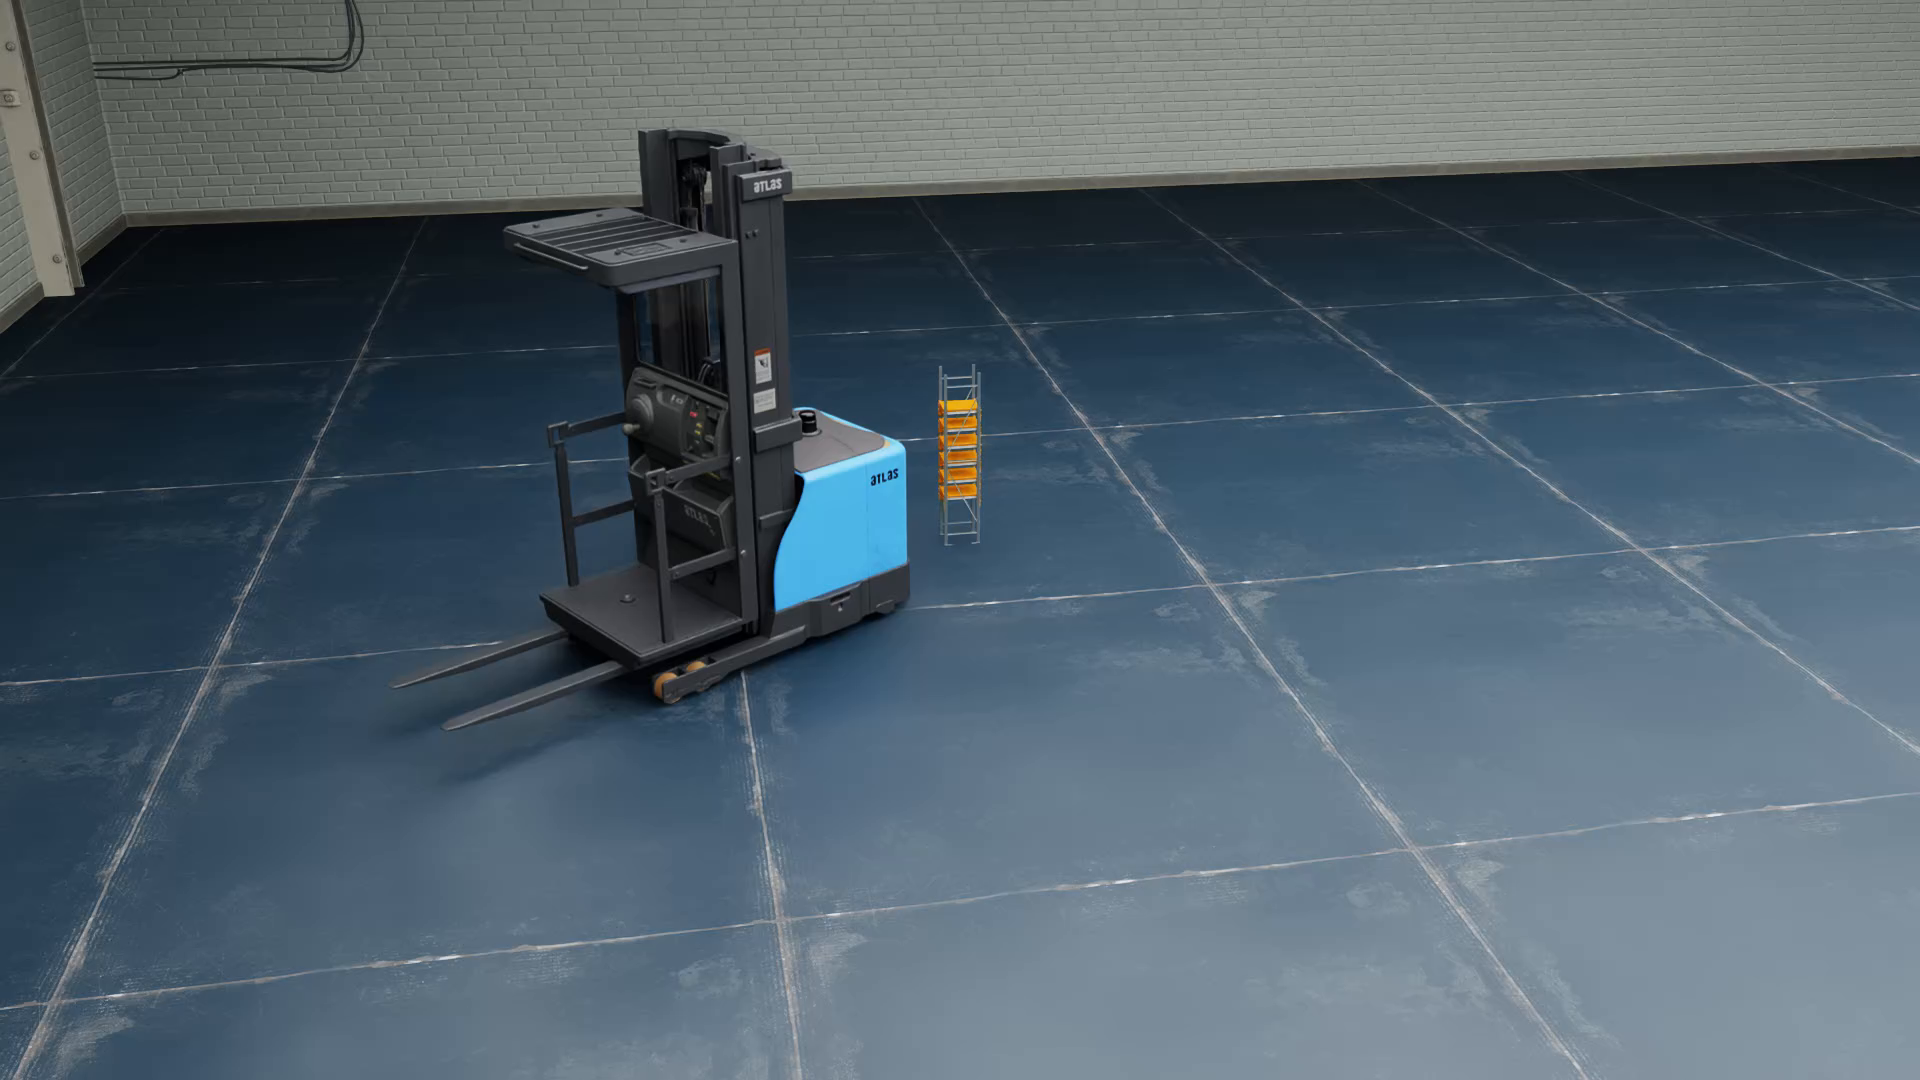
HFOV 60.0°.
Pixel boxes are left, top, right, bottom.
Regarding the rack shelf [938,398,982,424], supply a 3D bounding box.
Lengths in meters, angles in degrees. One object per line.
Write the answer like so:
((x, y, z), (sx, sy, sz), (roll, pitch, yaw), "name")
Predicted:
((-0.003, -0.845, 10.897), (0.258, 0.103, 0.180), (-4, 24, -10), "rack shelf")

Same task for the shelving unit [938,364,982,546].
((-0.003, -0.556, 11.023), (0.258, 1.200, 0.189), (-4, 24, -10), "shelving unit")

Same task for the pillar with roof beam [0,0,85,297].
((-5.002, -7.005, 16.045), (9.100, 9.000, 0.400), (-4, 24, -10), "pillar with roof beam")

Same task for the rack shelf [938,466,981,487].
((-0.003, -0.405, 11.089), (0.258, 0.103, 0.180), (-4, 24, -10), "rack shelf")

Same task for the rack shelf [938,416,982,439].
((-0.003, -0.735, 10.945), (0.258, 0.103, 0.180), (-4, 24, -10), "rack shelf")

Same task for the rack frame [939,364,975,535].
((-0.020, -0.592, 11.105), (0.240, 1.200, 0.006), (-4, 24, -10), "rack frame")

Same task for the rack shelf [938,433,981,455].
((-0.003, -0.625, 10.993), (0.258, 0.103, 0.180), (-4, 24, -10), "rack shelf")

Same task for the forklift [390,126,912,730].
((-1.722, -0.680, 9.146), (3.031, 2.935, 1.130), (-20, 31, -38), "forklift")

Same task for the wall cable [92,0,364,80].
((-8.478, -6.520, 18.814), (3.097, 2.526, 0.112), (-4, 24, -10), "wall cable")

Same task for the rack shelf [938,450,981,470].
((-0.003, -0.515, 11.041), (0.258, 0.103, 0.180), (-4, 24, -10), "rack shelf")

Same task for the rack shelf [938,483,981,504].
((-0.003, -0.295, 11.137), (0.258, 0.103, 0.180), (-4, 24, -10), "rack shelf")

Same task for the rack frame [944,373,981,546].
((0.014, -0.520, 10.940), (0.240, 1.200, 0.006), (-4, 24, -10), "rack frame")
